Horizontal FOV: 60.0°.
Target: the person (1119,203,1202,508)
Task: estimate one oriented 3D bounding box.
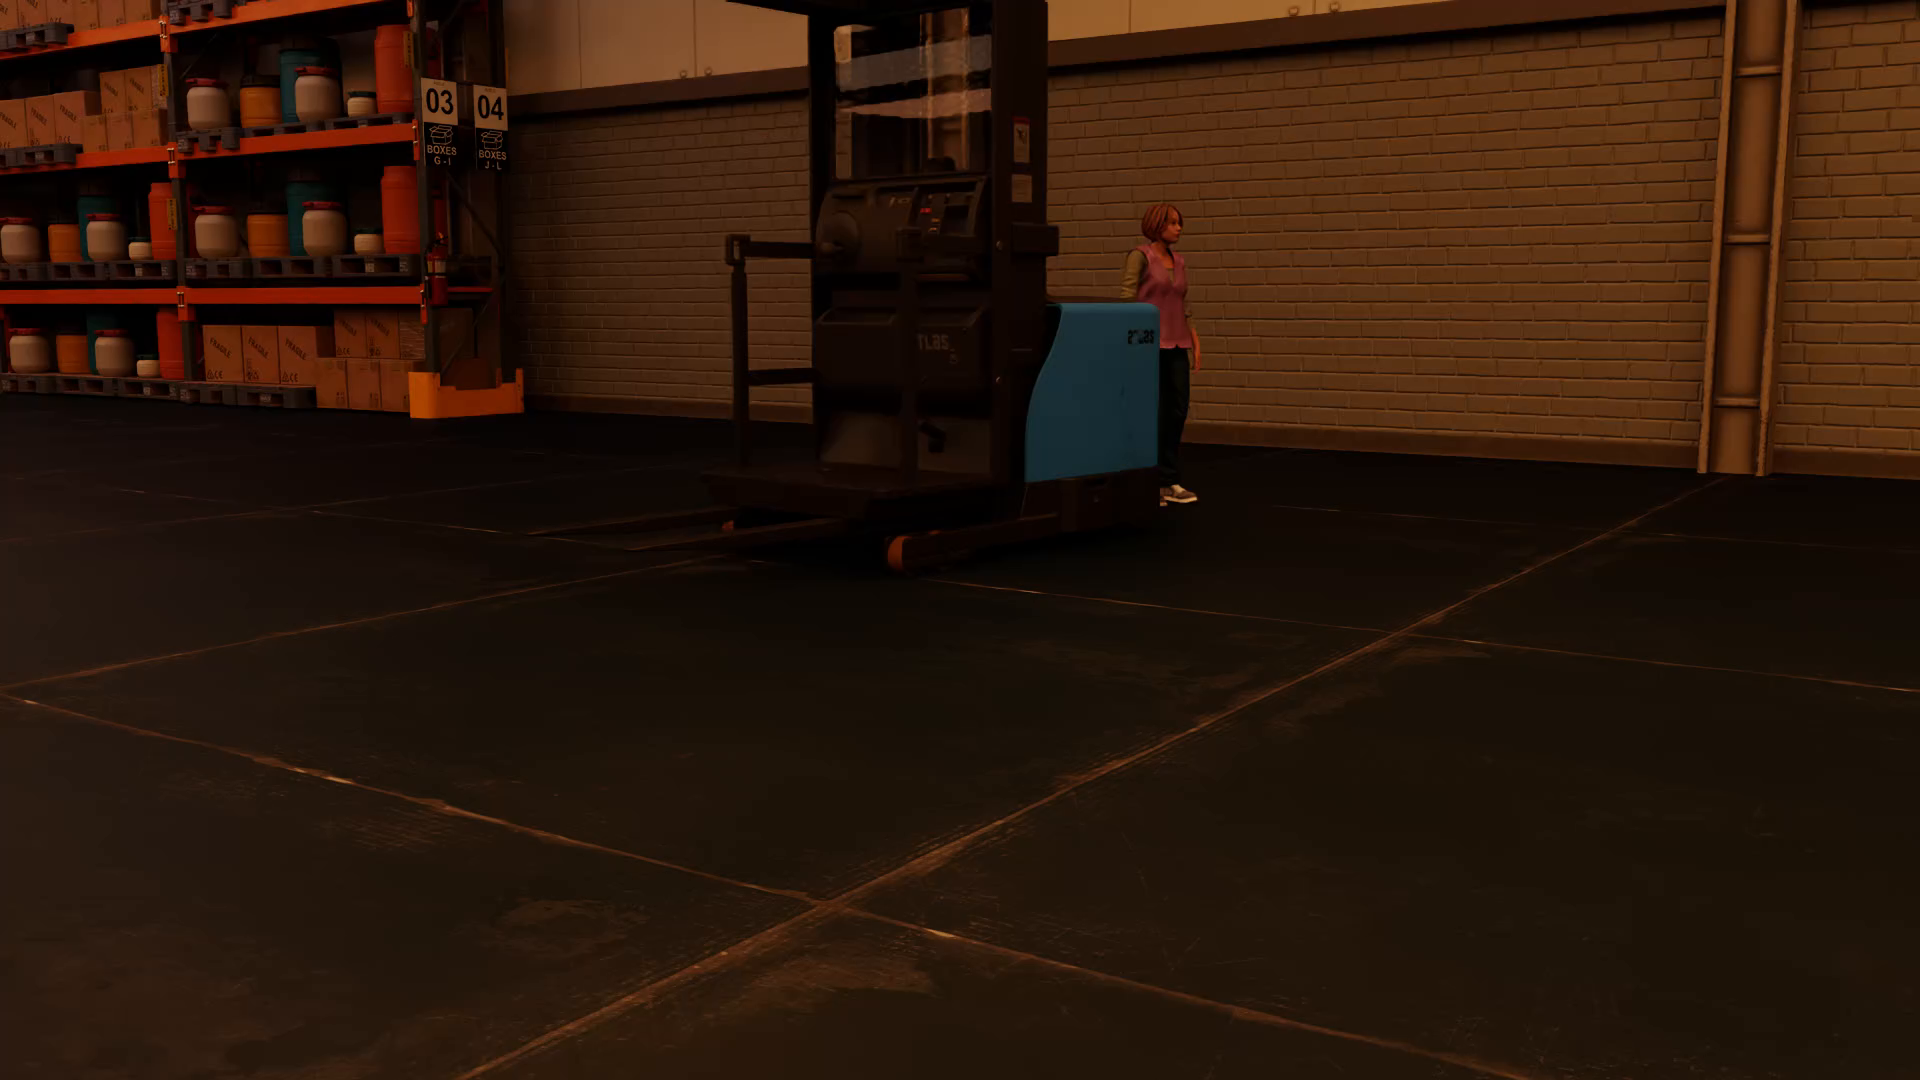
[{"bbox_3d":[1.110,-0.991,8.886,0.517,1.602,0.420,-6,10,-38],"label":"person"}]

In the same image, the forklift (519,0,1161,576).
[{"bbox_3d":[-0.399,-1.386,6.939,1.130,2.935,3.031,7,11,41],"label":"forklift"}]
